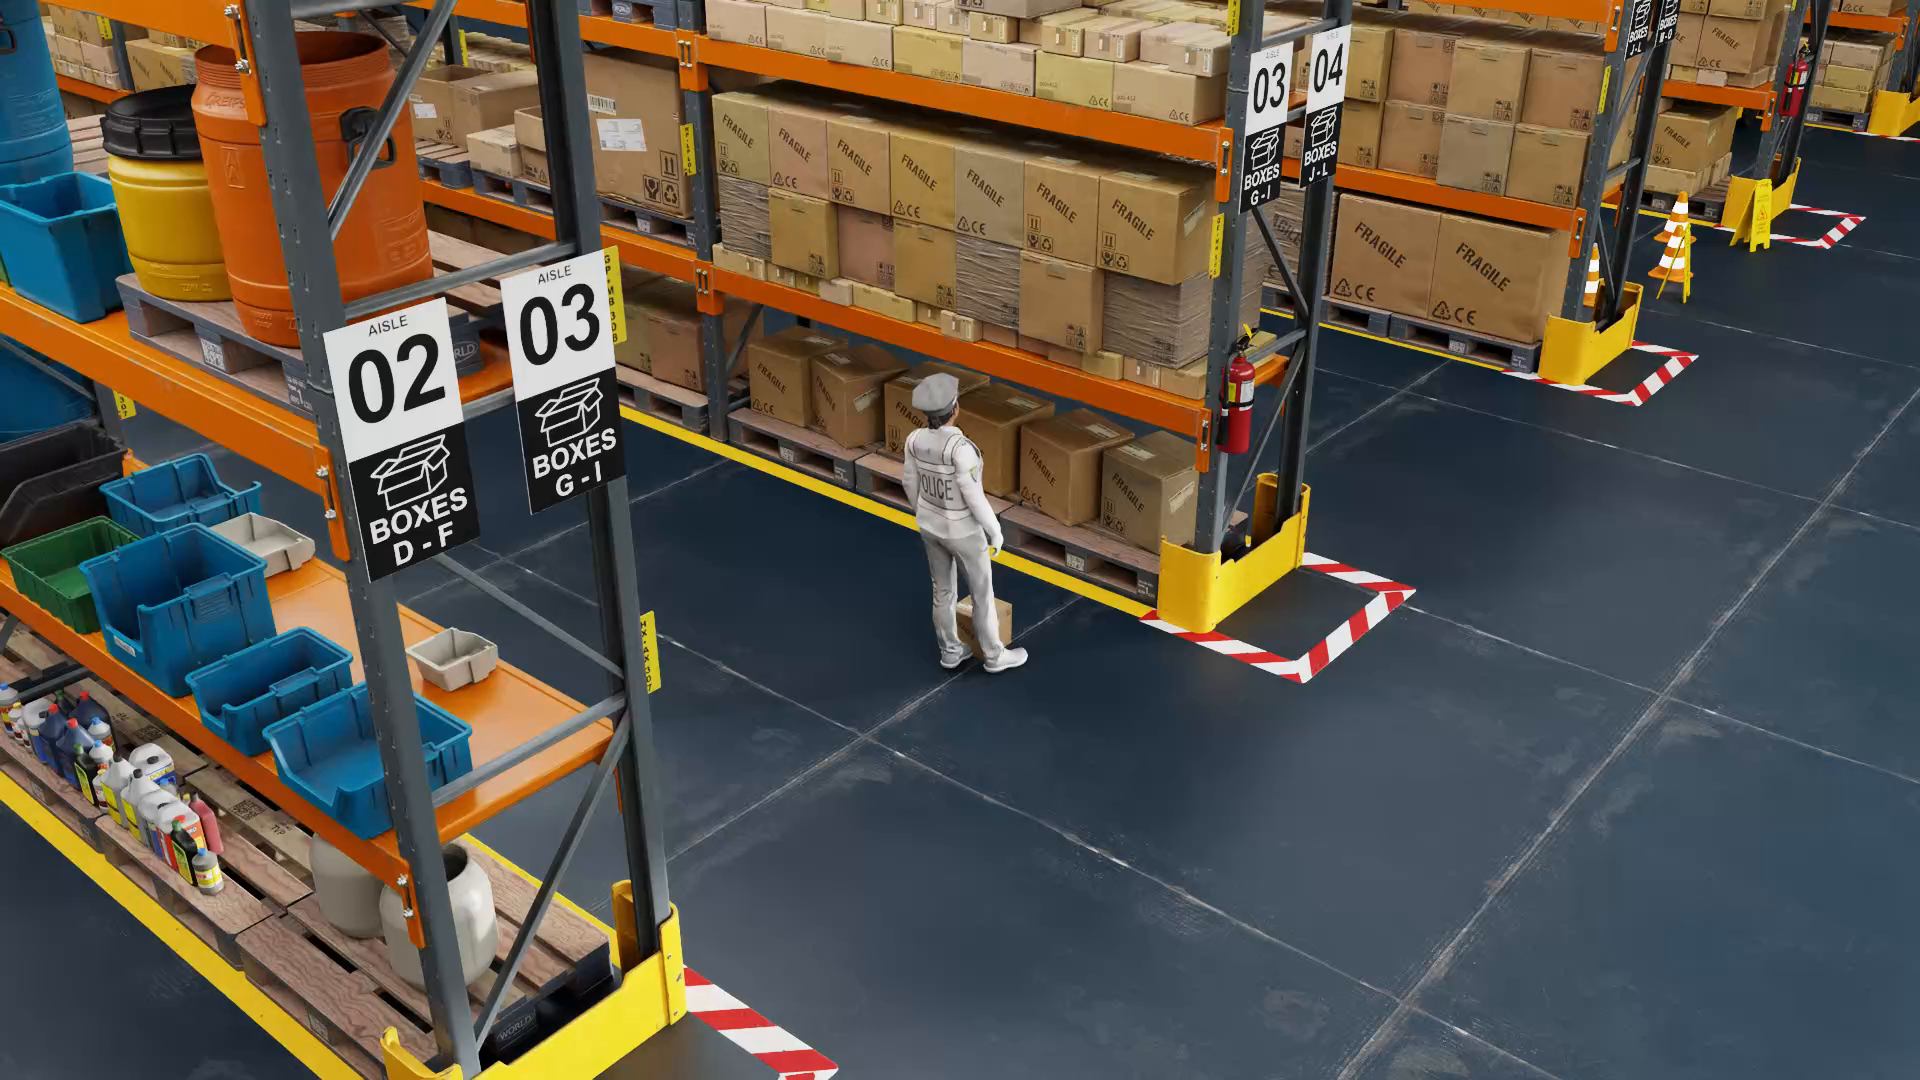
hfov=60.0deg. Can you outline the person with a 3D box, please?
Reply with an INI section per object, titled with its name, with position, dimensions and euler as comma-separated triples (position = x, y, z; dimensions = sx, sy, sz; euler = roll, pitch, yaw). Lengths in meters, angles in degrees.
[person]
position = 0.004, -0.091, 8.738
dimensions = 0.587, 1.694, 0.529
euler = 21, 34, 34
